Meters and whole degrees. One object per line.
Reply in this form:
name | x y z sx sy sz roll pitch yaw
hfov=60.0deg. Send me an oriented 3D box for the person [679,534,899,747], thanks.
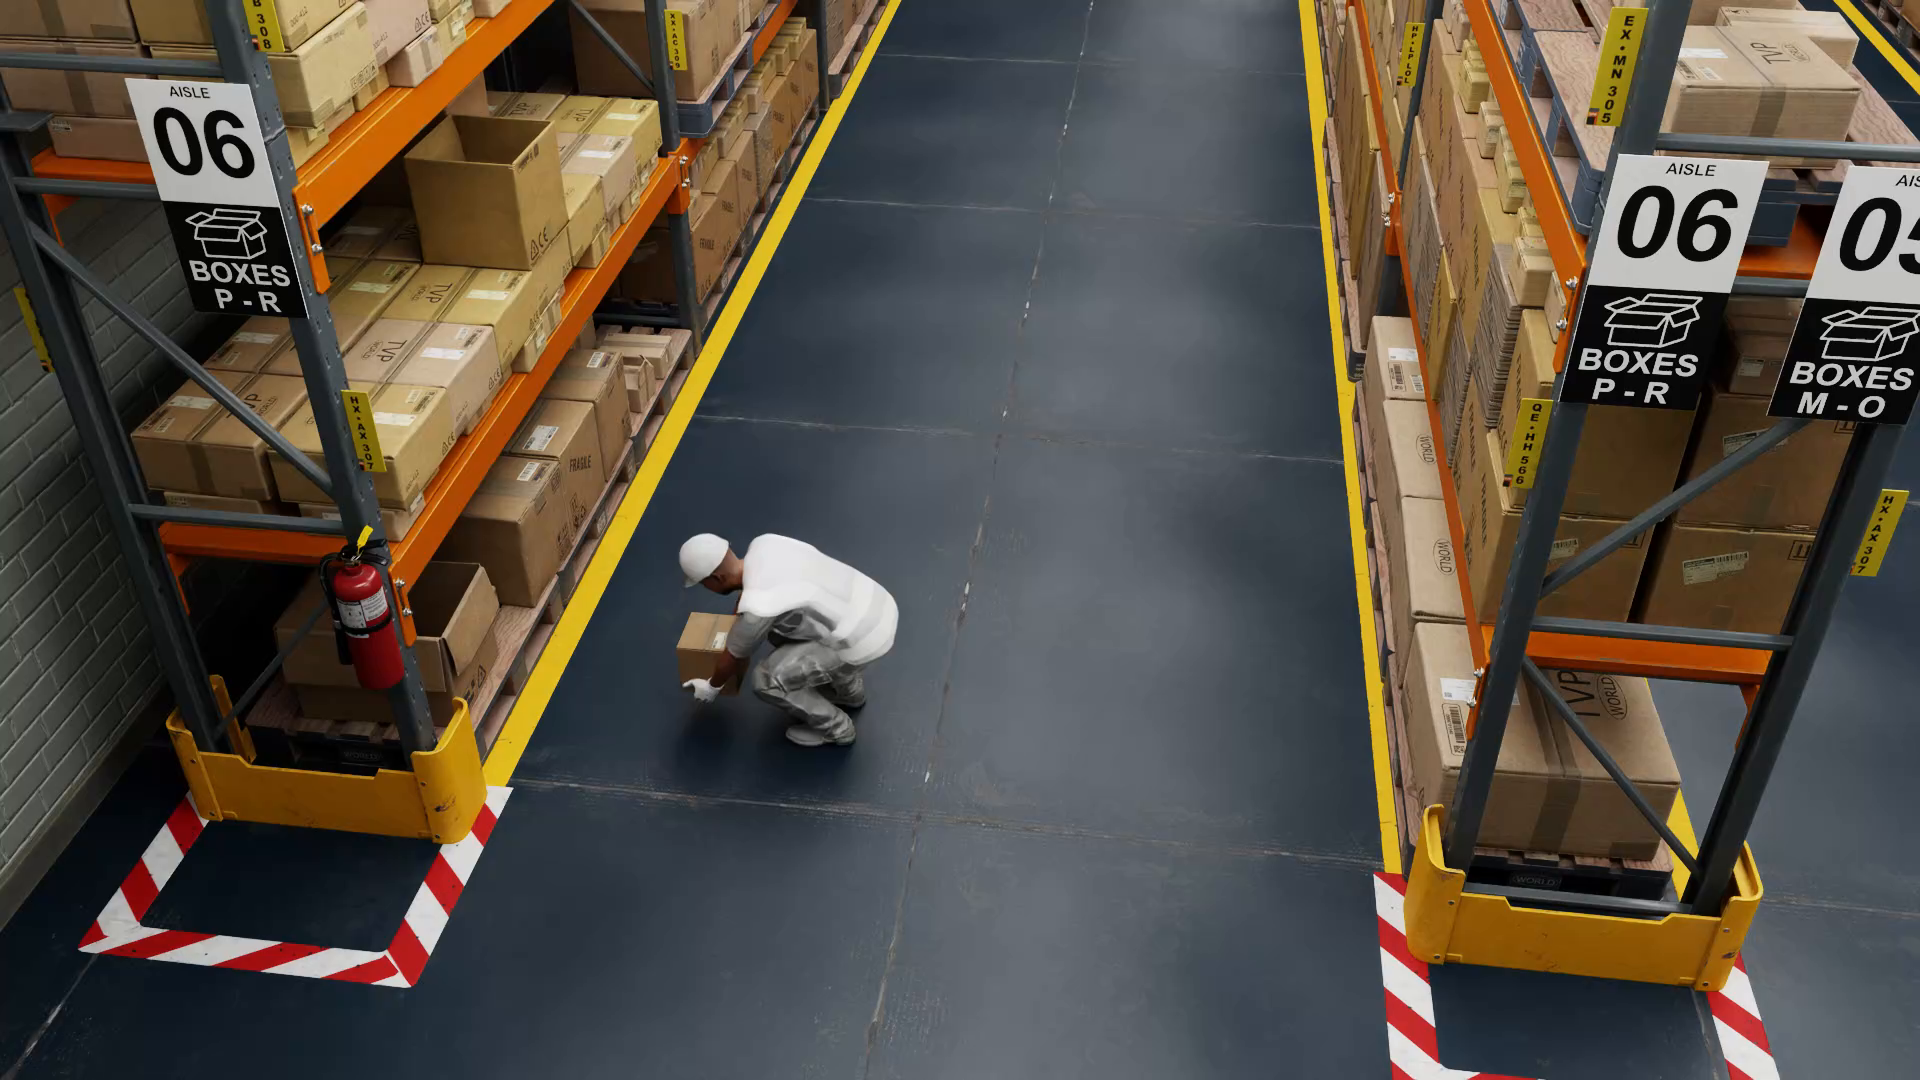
person | -0.737 0.399 7.148 0.930 1.000 0.556 3 36 5
